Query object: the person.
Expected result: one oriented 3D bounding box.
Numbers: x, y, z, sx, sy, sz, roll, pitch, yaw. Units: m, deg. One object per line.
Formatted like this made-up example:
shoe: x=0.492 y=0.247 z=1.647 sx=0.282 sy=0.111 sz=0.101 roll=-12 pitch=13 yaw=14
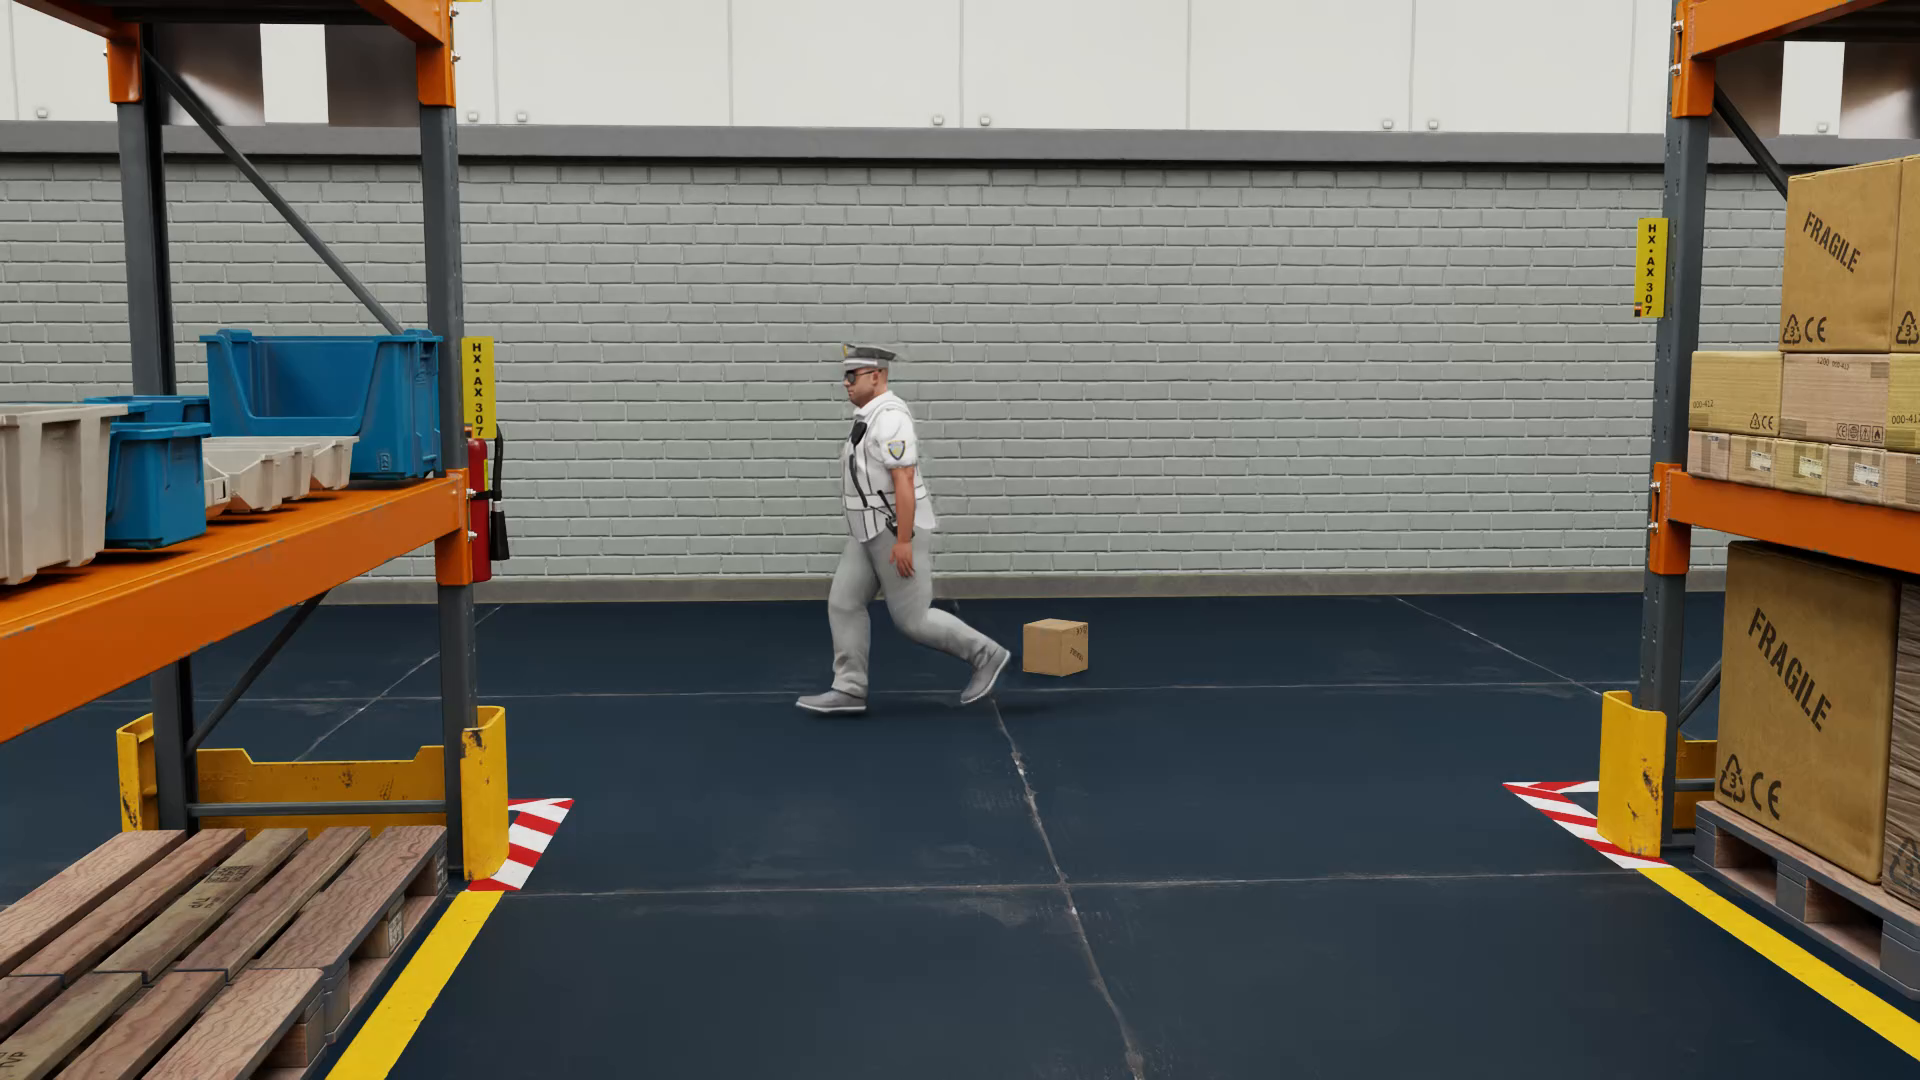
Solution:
person: x=-0.263 y=-0.046 z=7.621 sx=0.960 sy=1.701 sz=0.542 roll=-2 pitch=7 yaw=-19
